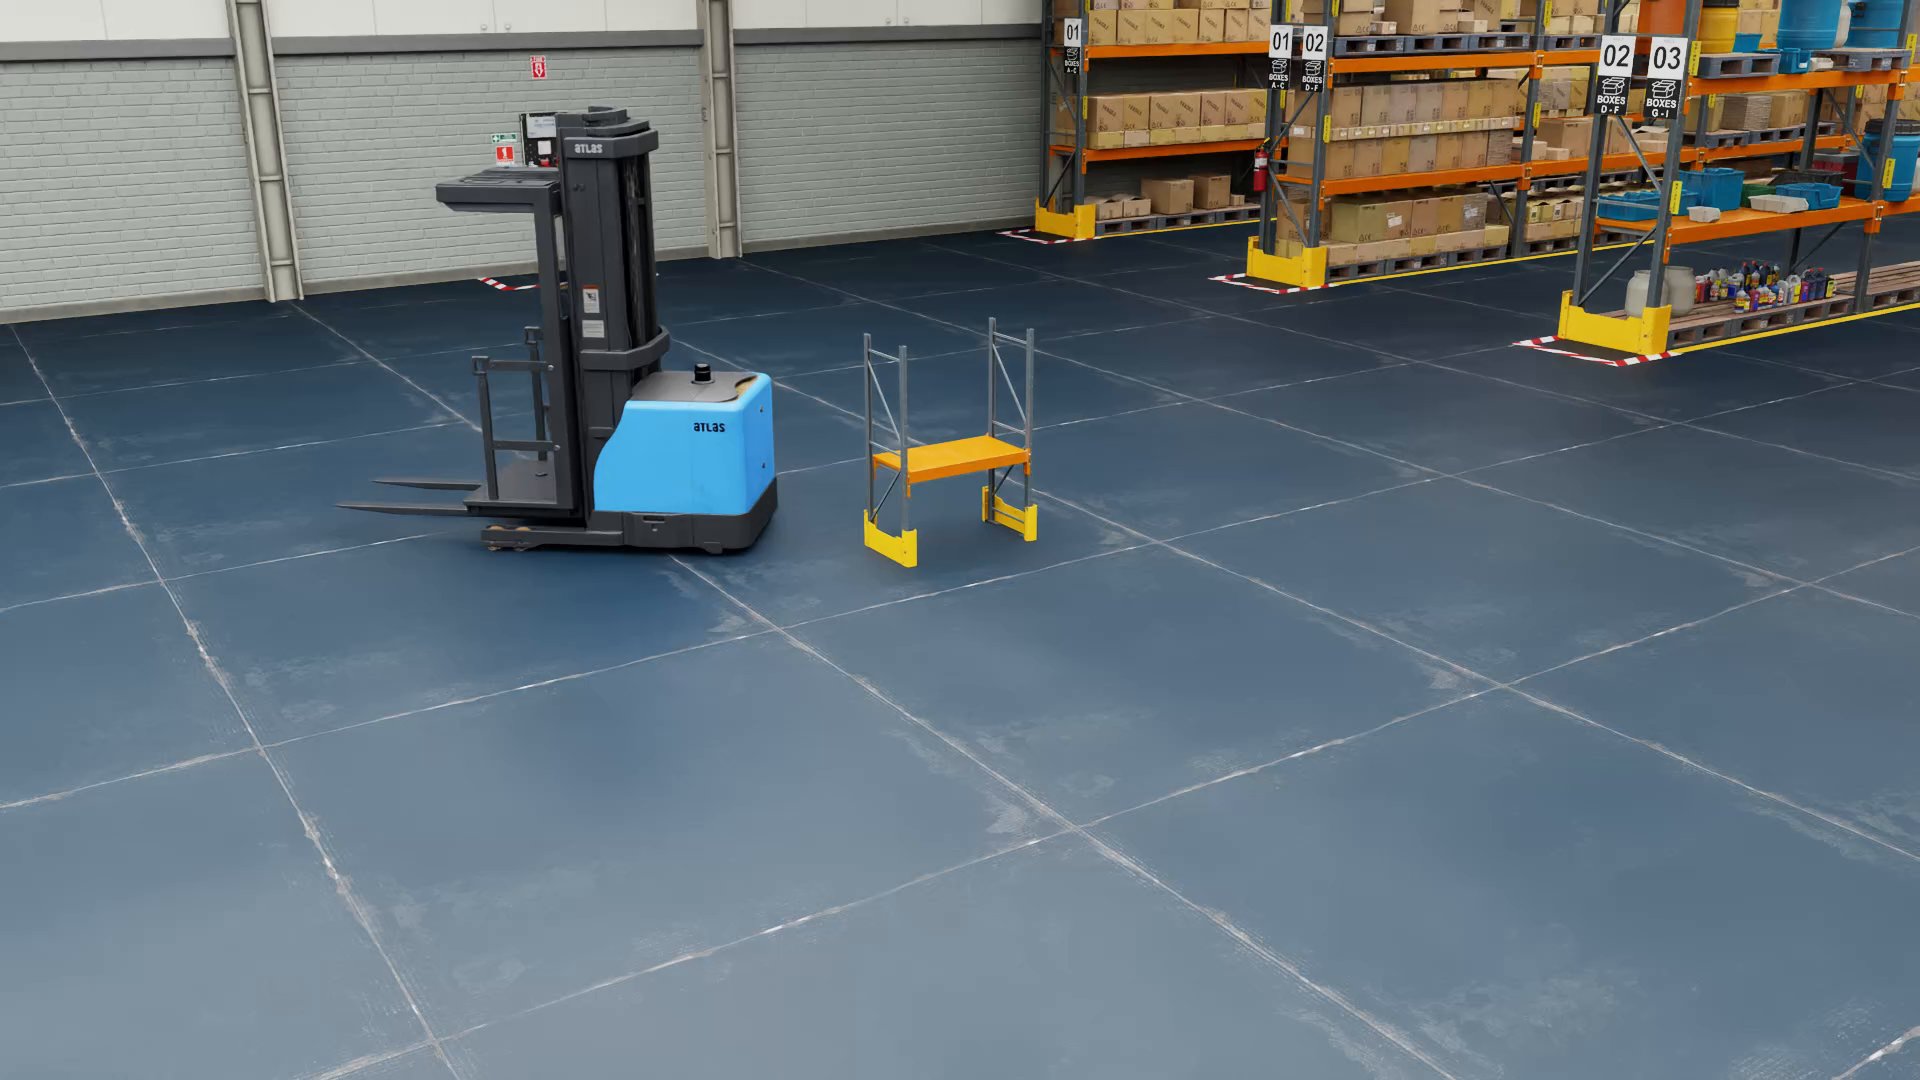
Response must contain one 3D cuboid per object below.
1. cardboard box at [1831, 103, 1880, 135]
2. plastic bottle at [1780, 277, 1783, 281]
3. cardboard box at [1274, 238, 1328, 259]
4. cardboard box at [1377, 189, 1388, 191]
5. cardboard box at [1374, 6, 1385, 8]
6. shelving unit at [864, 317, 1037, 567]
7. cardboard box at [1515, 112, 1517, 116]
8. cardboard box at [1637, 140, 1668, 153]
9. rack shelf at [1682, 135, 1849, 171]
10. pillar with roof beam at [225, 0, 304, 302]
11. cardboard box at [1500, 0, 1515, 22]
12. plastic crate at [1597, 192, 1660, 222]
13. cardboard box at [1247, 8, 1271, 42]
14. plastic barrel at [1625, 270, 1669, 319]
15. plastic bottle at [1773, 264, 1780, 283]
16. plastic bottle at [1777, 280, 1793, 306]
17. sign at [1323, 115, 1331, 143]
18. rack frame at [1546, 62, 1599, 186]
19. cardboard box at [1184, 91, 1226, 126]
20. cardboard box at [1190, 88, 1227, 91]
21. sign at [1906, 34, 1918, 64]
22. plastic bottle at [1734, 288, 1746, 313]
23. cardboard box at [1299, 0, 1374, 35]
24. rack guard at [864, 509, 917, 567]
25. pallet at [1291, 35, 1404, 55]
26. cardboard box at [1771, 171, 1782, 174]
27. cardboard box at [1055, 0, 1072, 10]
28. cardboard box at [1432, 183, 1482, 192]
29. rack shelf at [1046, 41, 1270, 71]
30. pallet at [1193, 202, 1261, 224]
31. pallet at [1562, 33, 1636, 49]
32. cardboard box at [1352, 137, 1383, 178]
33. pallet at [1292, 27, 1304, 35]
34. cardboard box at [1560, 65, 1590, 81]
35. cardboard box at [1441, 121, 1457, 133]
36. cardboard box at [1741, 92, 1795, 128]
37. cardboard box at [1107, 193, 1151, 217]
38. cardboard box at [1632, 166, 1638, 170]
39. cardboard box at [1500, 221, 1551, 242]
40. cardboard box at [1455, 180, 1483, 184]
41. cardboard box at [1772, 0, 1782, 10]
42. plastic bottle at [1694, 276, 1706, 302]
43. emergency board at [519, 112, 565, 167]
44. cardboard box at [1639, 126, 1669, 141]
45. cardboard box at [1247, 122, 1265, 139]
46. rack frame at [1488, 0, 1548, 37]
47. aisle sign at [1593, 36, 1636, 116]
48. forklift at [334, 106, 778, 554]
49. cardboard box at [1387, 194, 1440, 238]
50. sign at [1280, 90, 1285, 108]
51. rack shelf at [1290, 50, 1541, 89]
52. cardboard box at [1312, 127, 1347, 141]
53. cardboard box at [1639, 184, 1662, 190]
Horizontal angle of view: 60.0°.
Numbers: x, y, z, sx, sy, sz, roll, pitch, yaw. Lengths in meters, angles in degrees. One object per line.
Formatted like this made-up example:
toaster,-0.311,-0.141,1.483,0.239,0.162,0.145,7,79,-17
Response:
cardboard box,14.884,-7.018,27.665,0.500,0.500,0.500,-11,22,-30
plastic bottle,9.461,-2.883,19.142,0.133,0.283,0.061,-12,22,-31
cardboard box,4.571,-3.910,22.265,0.500,0.250,0.500,-12,22,-31
cardboard box,7.173,-6.398,29.201,0.500,0.500,0.700,-12,22,-31
cardboard box,7.106,-8.850,28.362,0.637,0.503,0.797,-9,20,-24
shelving unit,-0.064,-0.697,11.465,1.083,1.500,0.587,-12,22,-31
cardboard box,9.917,-7.733,30.297,0.250,0.149,0.380,-12,22,-31
cardboard box,10.368,-5.898,24.900,0.250,0.149,0.380,-12,22,-31
rack shelf,12.638,-6.261,26.704,4.000,0.370,1.077,-12,22,-31
pillar with roof beam,-5.987,-6.096,15.726,0.400,9.000,9.100,-12,22,-31
cardboard box,9.496,-9.553,29.791,0.500,0.500,0.700,-11,21,-29
plastic crate,7.261,-3.613,17.979,0.616,0.251,0.499,-12,22,-31
cardboard box,4.611,-8.192,26.420,0.500,0.500,0.500,-11,22,-30
plastic barrel,7.515,-2.672,18.192,0.421,0.512,0.421,0,19,0
plastic bottle,9.841,-3.196,20.089,0.097,0.271,0.097,0,19,0
plastic bottle,9.401,-2.829,18.994,0.135,0.276,0.152,-11,22,-30
sign,4.586,-5.138,20.785,0.005,0.325,0.100,-12,22,-31
rack frame,11.581,-8.278,31.548,0.127,3.000,1.000,-12,22,-31
cardboard box,3.834,-6.822,26.271,0.500,0.500,0.500,-13,22,-33
cardboard box,3.958,-7.046,26.935,0.500,0.500,0.500,-12,22,-32
sign,10.641,-5.495,18.619,0.005,0.325,0.100,-12,22,-31
plastic bottle,8.693,-2.667,18.522,0.097,0.271,0.097,0,19,0
cardboard box,4.768,-6.676,21.088,0.637,0.503,0.797,-10,21,-28
rack guard,-0.480,-0.017,11.406,0.087,0.250,0.587,-12,22,-31
pallet,4.891,-6.337,21.260,1.213,0.211,1.003,-12,22,-31
cardboard box,13.331,-5.861,27.615,0.500,0.500,0.500,-12,22,-31
cardboard box,1.775,-8.262,25.068,0.500,0.500,0.500,-11,21,-29
cardboard box,7.067,-4.799,23.722,0.500,0.500,0.500,-12,22,-31
rack shelf,3.229,-7.597,25.973,4.000,0.370,1.077,-12,22,-31
pallet,4.358,-5.421,27.449,1.213,0.211,1.003,-12,22,-31
pallet,9.517,-7.240,24.087,1.213,0.211,1.003,-11,21,-29
cardboard box,5.119,-5.060,21.873,0.500,0.500,0.700,-11,22,-30
pallet,5.473,-8.282,27.167,1.003,0.211,1.213,-12,22,-31
cardboard box,11.331,-8.681,30.916,0.500,0.250,0.500,-11,22,-30
cardboard box,6.456,-5.571,22.371,0.250,0.149,0.380,-11,22,-30
cardboard box,12.867,-6.873,26.578,0.700,0.500,0.500,16,24,39
cardboard box,2.662,-5.298,26.243,0.500,0.311,0.500,-10,21,-27
cardboard box,13.113,-7.575,32.715,0.500,0.500,0.700,-11,22,-30
cardboard box,8.100,-4.446,23.850,0.500,0.250,0.500,-13,22,-33
cardboard box,8.926,-6.849,30.021,0.750,0.750,0.750,-12,22,-32
cardboard box,12.734,-8.364,26.150,0.600,0.600,0.600,-13,23,-34
plastic bottle,8.525,-2.911,19.237,0.135,0.276,0.152,-12,22,-31
emergency board,-5.429,-5.037,21.962,0.643,1.169,0.194,-12,22,-31
cardboard box,10.640,-6.155,25.406,0.500,0.311,0.500,-10,21,-28
cardboard box,4.670,-6.643,26.914,0.500,0.250,0.500,-12,22,-31
rack frame,7.627,-8.387,22.502,0.127,3.000,1.000,-12,22,-31
aisle sign,6.784,-4.813,17.239,0.004,0.787,0.394,-12,22,-31
forklift,-2.893,-1.476,11.535,3.031,2.935,1.130,2,19,6
cardboard box,6.110,-4.390,22.515,0.500,0.500,0.500,-12,22,-31
sign,5.204,-7.136,26.816,0.005,0.325,0.100,-12,22,-31
rack shelf,5.956,-6.273,22.056,4.000,0.370,1.077,-12,22,-31
cardboard box,4.732,-5.207,21.293,0.250,0.149,0.380,-12,22,-32
cardboard box,10.665,-5.253,25.362,0.500,0.311,0.500,-11,22,-30
